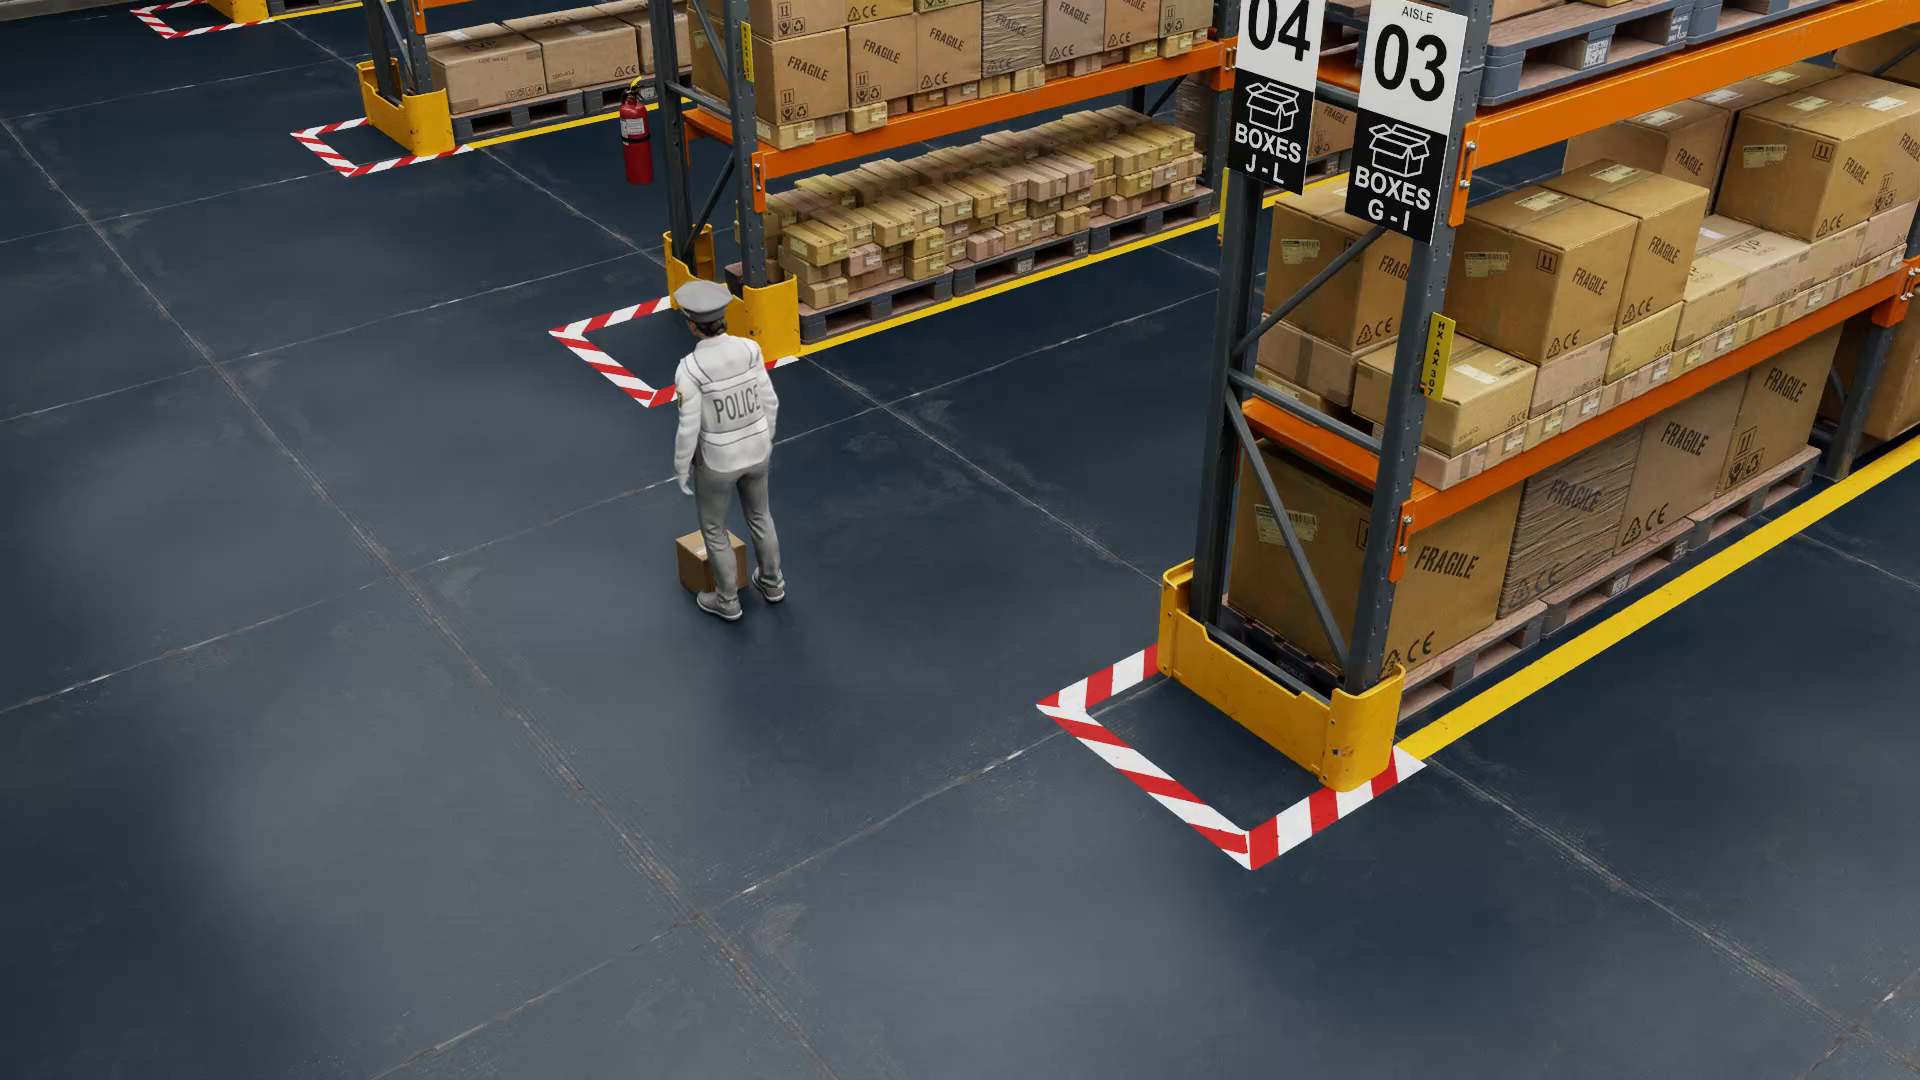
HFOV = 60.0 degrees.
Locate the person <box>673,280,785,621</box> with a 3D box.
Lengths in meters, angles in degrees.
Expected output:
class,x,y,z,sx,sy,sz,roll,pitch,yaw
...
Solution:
class,x,y,z,sx,sy,sz,roll,pitch,yaw
person,-1.084,-0.387,7.744,0.535,1.663,0.379,-23,39,-32
